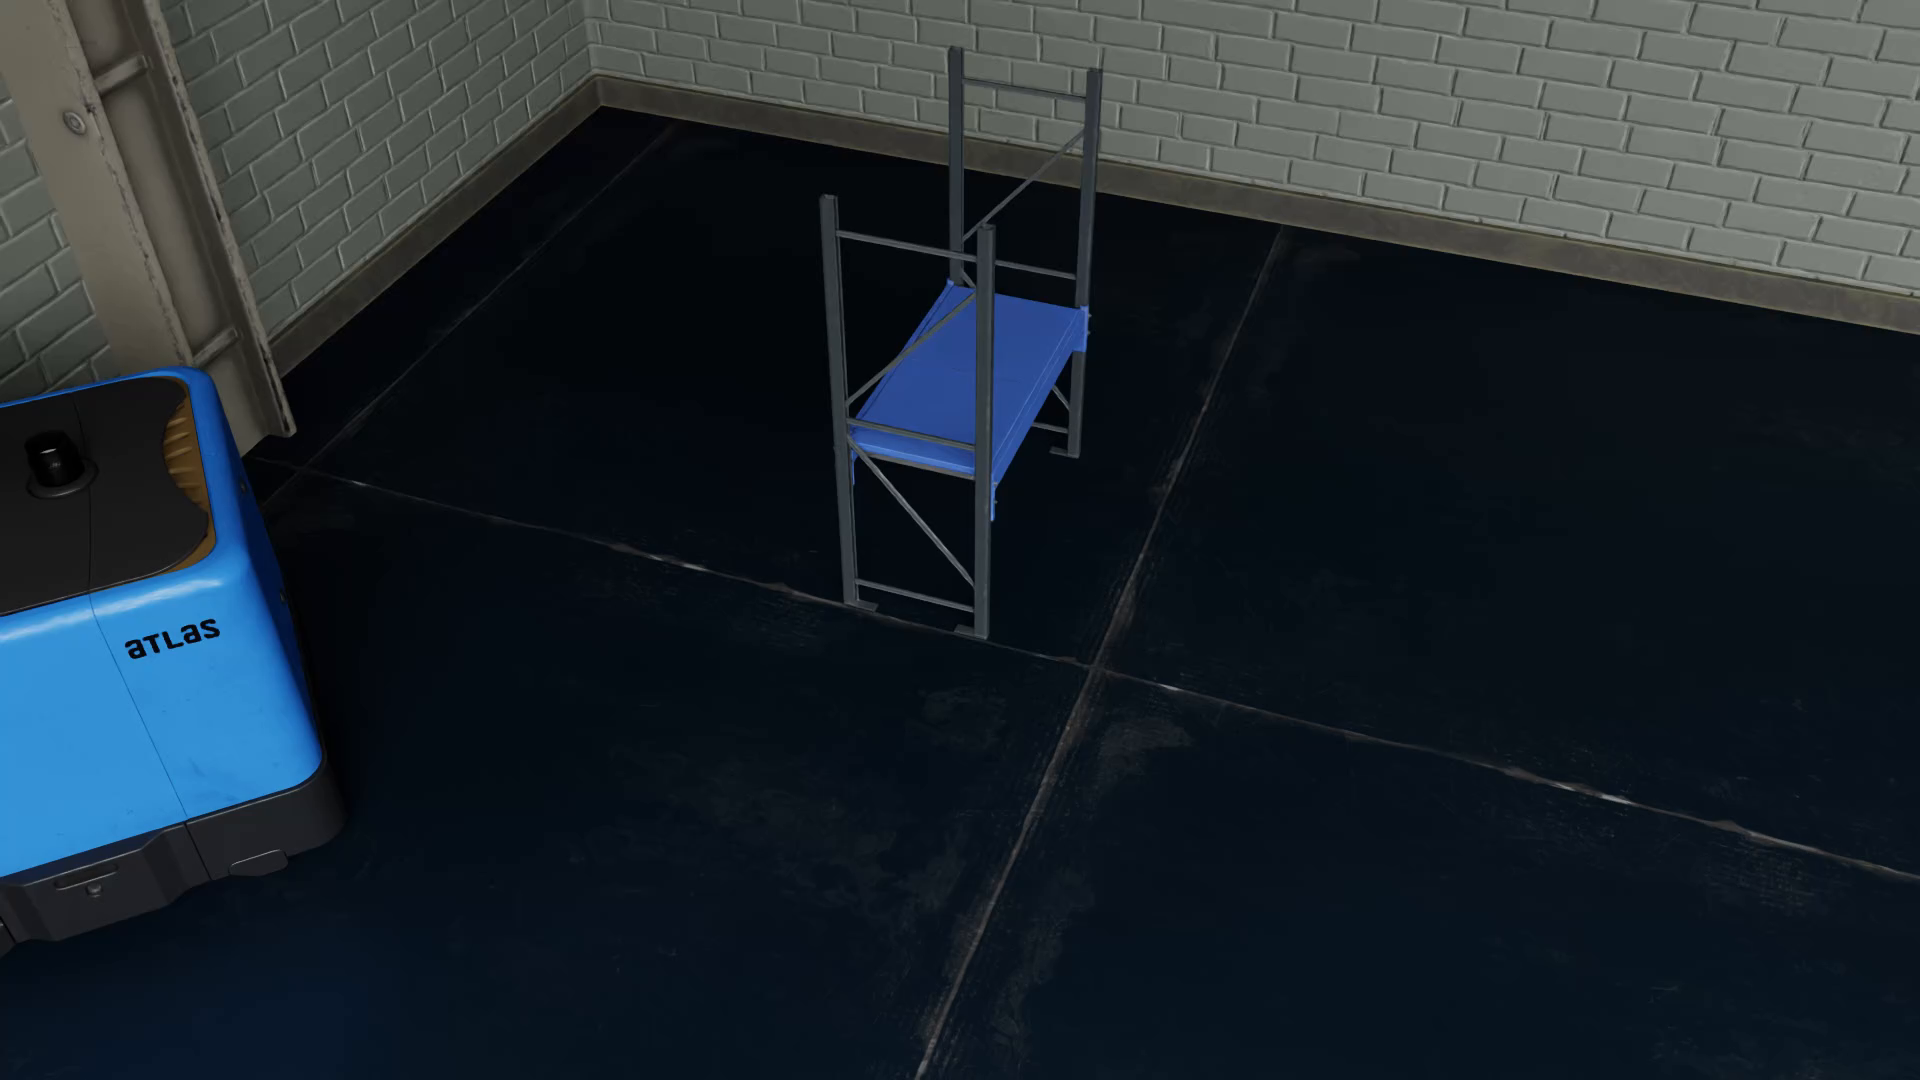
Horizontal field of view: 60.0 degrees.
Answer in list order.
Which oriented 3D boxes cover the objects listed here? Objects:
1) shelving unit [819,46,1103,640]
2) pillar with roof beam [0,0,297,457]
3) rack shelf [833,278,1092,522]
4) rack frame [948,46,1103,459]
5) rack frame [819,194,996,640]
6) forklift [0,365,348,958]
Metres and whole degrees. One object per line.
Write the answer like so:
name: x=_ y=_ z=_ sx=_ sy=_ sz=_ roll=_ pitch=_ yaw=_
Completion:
shelving unit: x=0.029 y=-0.623 z=5.324 sx=0.538 sy=1.500 sz=1.048 roll=13 pitch=42 yaw=15
pillar with roof beam: x=1.353 y=-2.796 z=2.094 sx=9.100 sy=9.000 sz=0.400 roll=13 pitch=42 yaw=15
rack shelf: x=0.029 y=-0.486 z=5.441 sx=0.538 sy=0.185 sz=1.000 roll=13 pitch=42 yaw=15
rack frame: x=0.203 y=-0.933 z=5.688 sx=0.500 sy=1.500 sz=0.032 roll=13 pitch=42 yaw=15
rack frame: x=-0.145 y=-0.313 z=4.961 sx=0.500 sy=1.500 sz=0.032 roll=13 pitch=42 yaw=15
forklift: x=-3.297 y=-0.128 z=3.642 sx=3.031 sy=2.935 sz=1.130 roll=-17 pitch=43 yaw=-19
